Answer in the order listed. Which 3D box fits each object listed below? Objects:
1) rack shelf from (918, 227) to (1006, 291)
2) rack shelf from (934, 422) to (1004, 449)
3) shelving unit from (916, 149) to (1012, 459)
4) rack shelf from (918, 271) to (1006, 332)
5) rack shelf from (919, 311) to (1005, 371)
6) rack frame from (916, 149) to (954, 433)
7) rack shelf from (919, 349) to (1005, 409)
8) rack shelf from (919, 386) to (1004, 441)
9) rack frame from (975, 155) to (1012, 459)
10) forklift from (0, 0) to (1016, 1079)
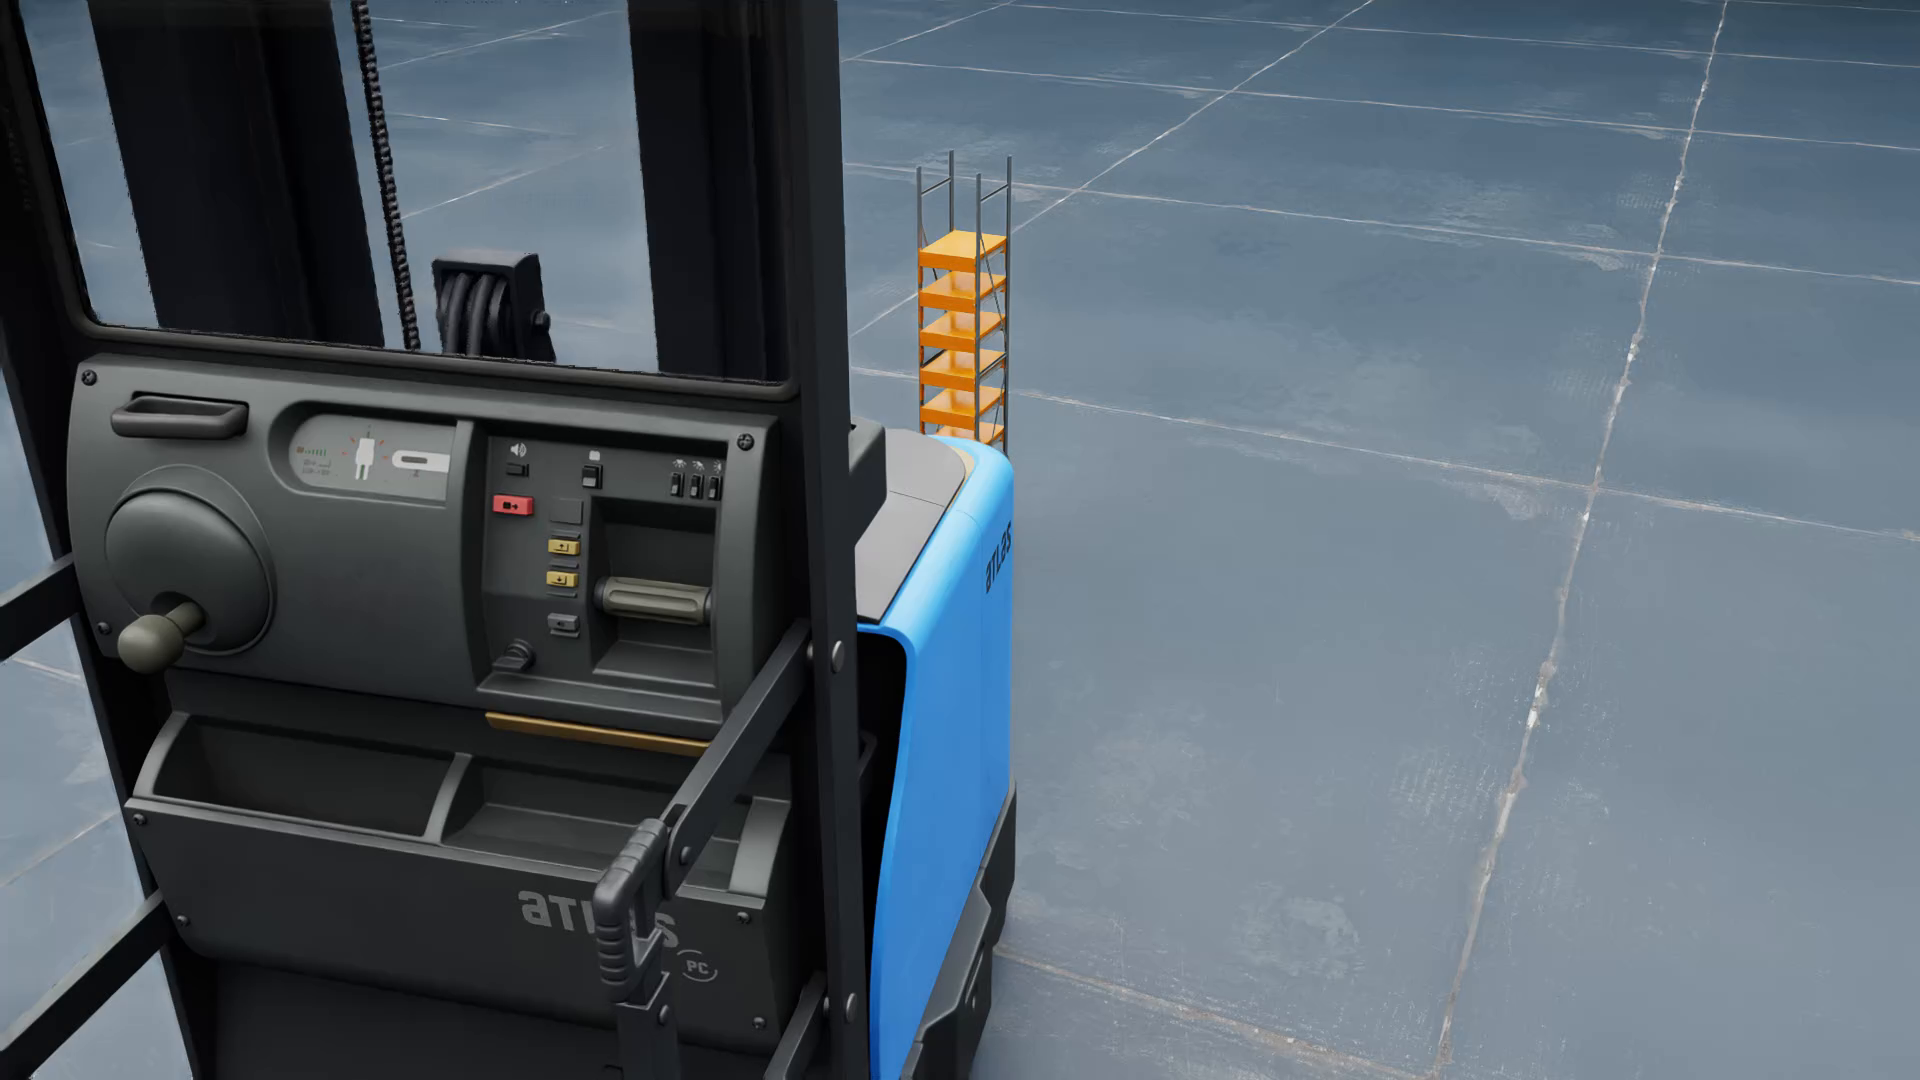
[{"bbox_3d":[0.013,-0.819,4.840,0.180,0.103,0.258,11,28,22],"label":"rack shelf"},{"bbox_3d":[0.013,-0.280,5.105,0.180,0.103,0.258,11,28,22],"label":"rack shelf"},{"bbox_3d":[0.013,-0.536,4.980,0.189,1.200,0.258,11,28,22],"label":"shelving unit"},{"bbox_3d":[0.013,-0.711,4.893,0.180,0.103,0.258,11,28,22],"label":"rack shelf"},{"bbox_3d":[0.013,-0.603,4.946,0.180,0.103,0.258,11,28,22],"label":"rack shelf"},{"bbox_3d":[-0.070,-0.552,5.014,0.006,1.200,0.240,11,28,22],"label":"rack frame"},{"bbox_3d":[0.013,-0.496,4.999,0.180,0.103,0.258,11,28,22],"label":"rack shelf"},{"bbox_3d":[0.013,-0.388,5.052,0.180,0.103,0.258,11,28,22],"label":"rack shelf"},{"bbox_3d":[0.096,-0.519,4.946,0.006,1.200,0.240,11,28,22],"label":"rack frame"},{"bbox_3d":[-0.730,0.037,1.856,1.130,2.935,3.031,6,27,12],"label":"forklift"}]
